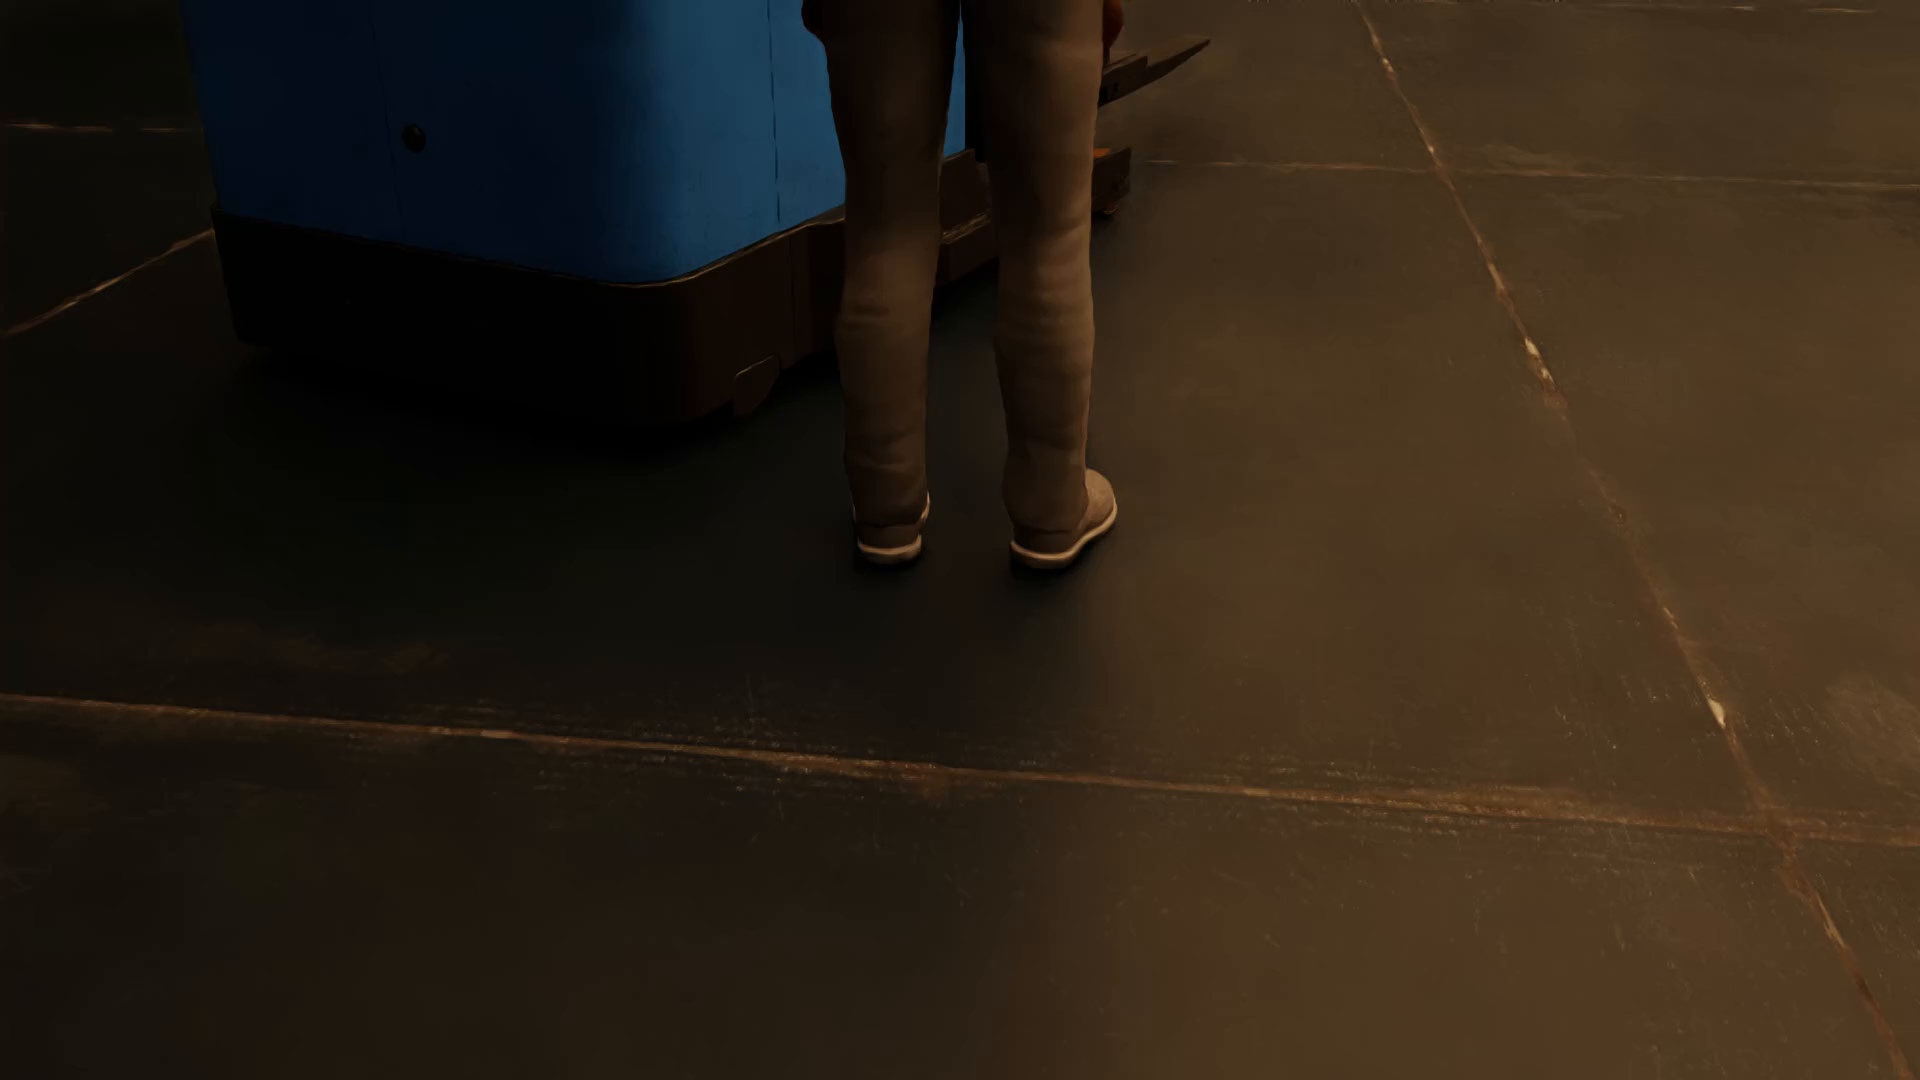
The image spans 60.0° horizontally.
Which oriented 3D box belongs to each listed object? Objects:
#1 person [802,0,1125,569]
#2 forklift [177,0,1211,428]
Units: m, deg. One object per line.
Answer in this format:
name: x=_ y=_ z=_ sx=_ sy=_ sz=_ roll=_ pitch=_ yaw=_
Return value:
person: x=0.009 y=-0.763 z=2.141 sx=0.446 sy=1.692 sz=0.338 roll=3 pitch=27 yaw=7
forklift: x=-0.232 y=-2.120 z=3.466 sx=1.130 sy=2.935 sz=3.031 roll=13 pitch=29 yaw=24
